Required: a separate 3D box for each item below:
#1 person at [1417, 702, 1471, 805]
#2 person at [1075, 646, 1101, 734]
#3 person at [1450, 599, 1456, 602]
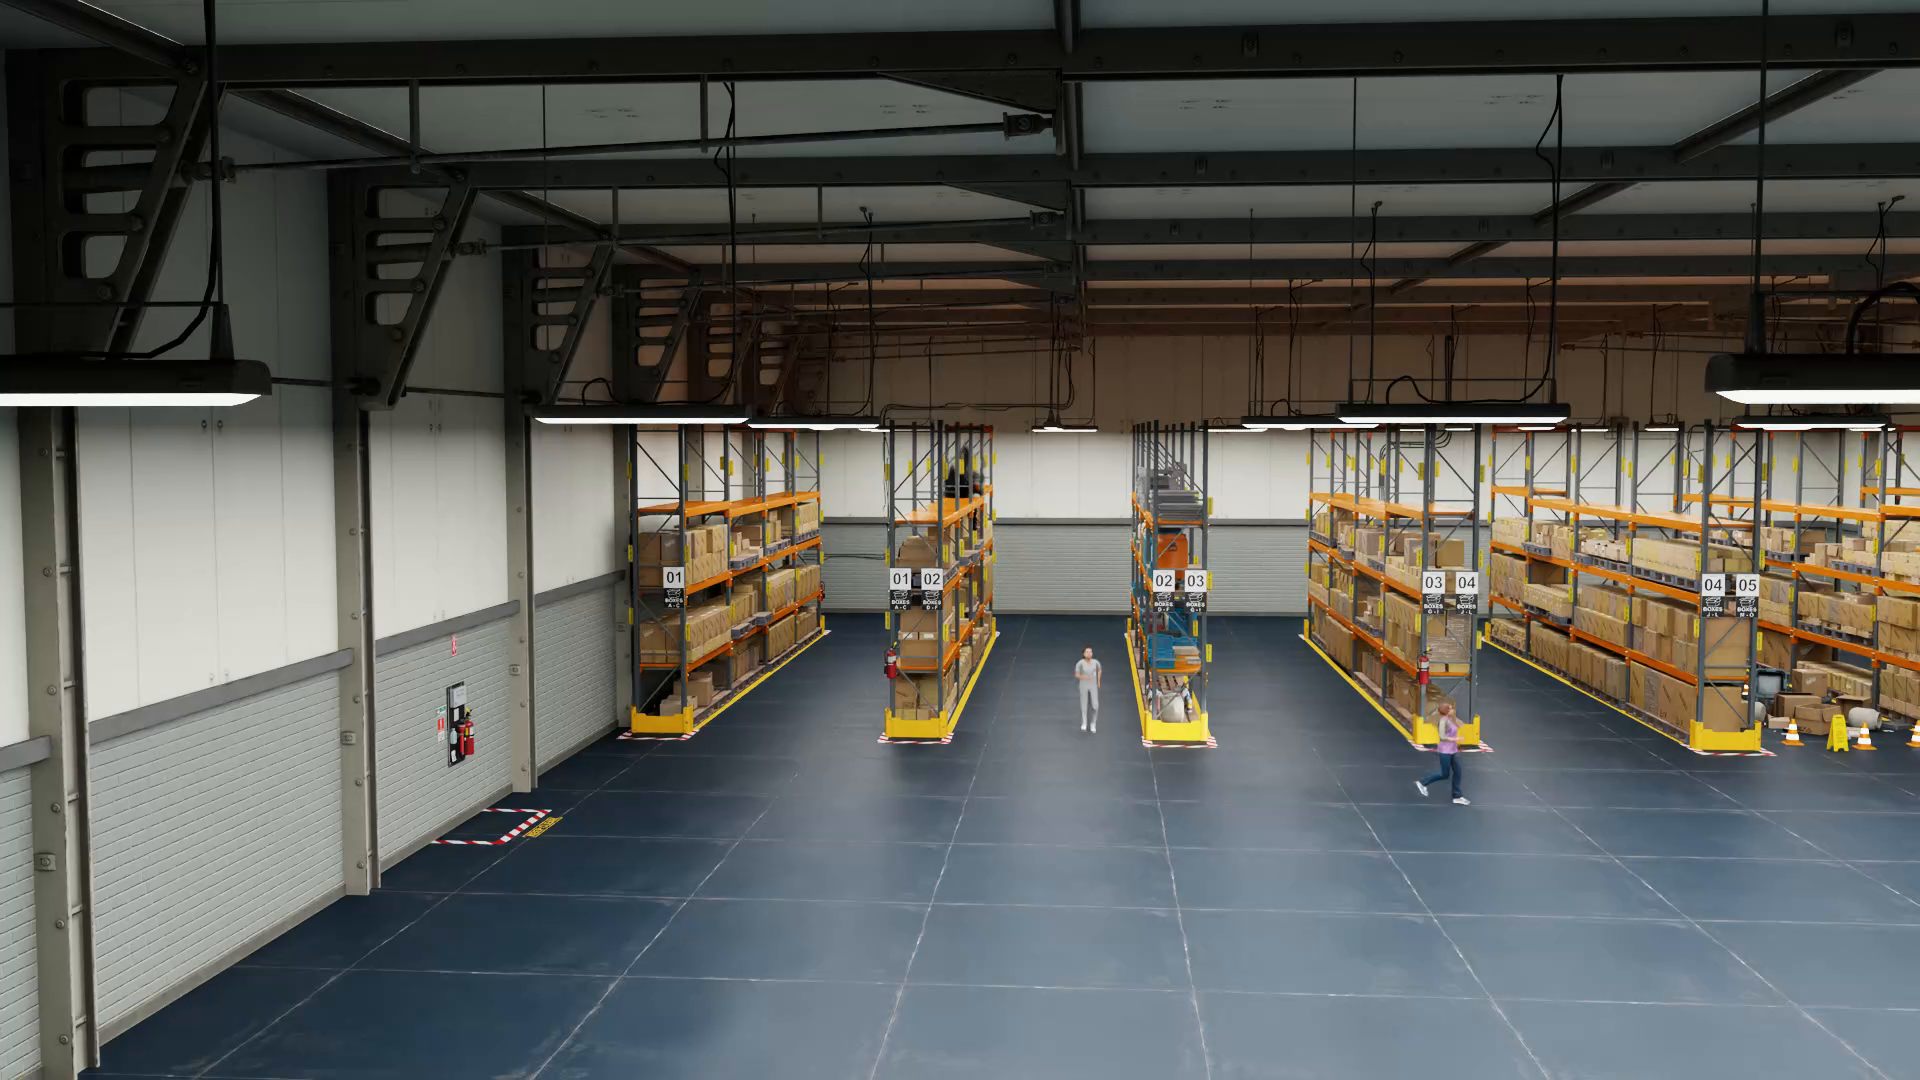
[{"bbox_3d":[7.526,3.295,25.810,0.819,1.574,0.552,2,4,31],"label":"person"},{"bbox_3d":[2.468,2.874,31.918,0.548,1.683,0.669,0,4,-5],"label":"person"},{"bbox_3d":[13.796,1.896,47.135,0.771,1.769,0.813,-3,5,-38],"label":"person"}]
